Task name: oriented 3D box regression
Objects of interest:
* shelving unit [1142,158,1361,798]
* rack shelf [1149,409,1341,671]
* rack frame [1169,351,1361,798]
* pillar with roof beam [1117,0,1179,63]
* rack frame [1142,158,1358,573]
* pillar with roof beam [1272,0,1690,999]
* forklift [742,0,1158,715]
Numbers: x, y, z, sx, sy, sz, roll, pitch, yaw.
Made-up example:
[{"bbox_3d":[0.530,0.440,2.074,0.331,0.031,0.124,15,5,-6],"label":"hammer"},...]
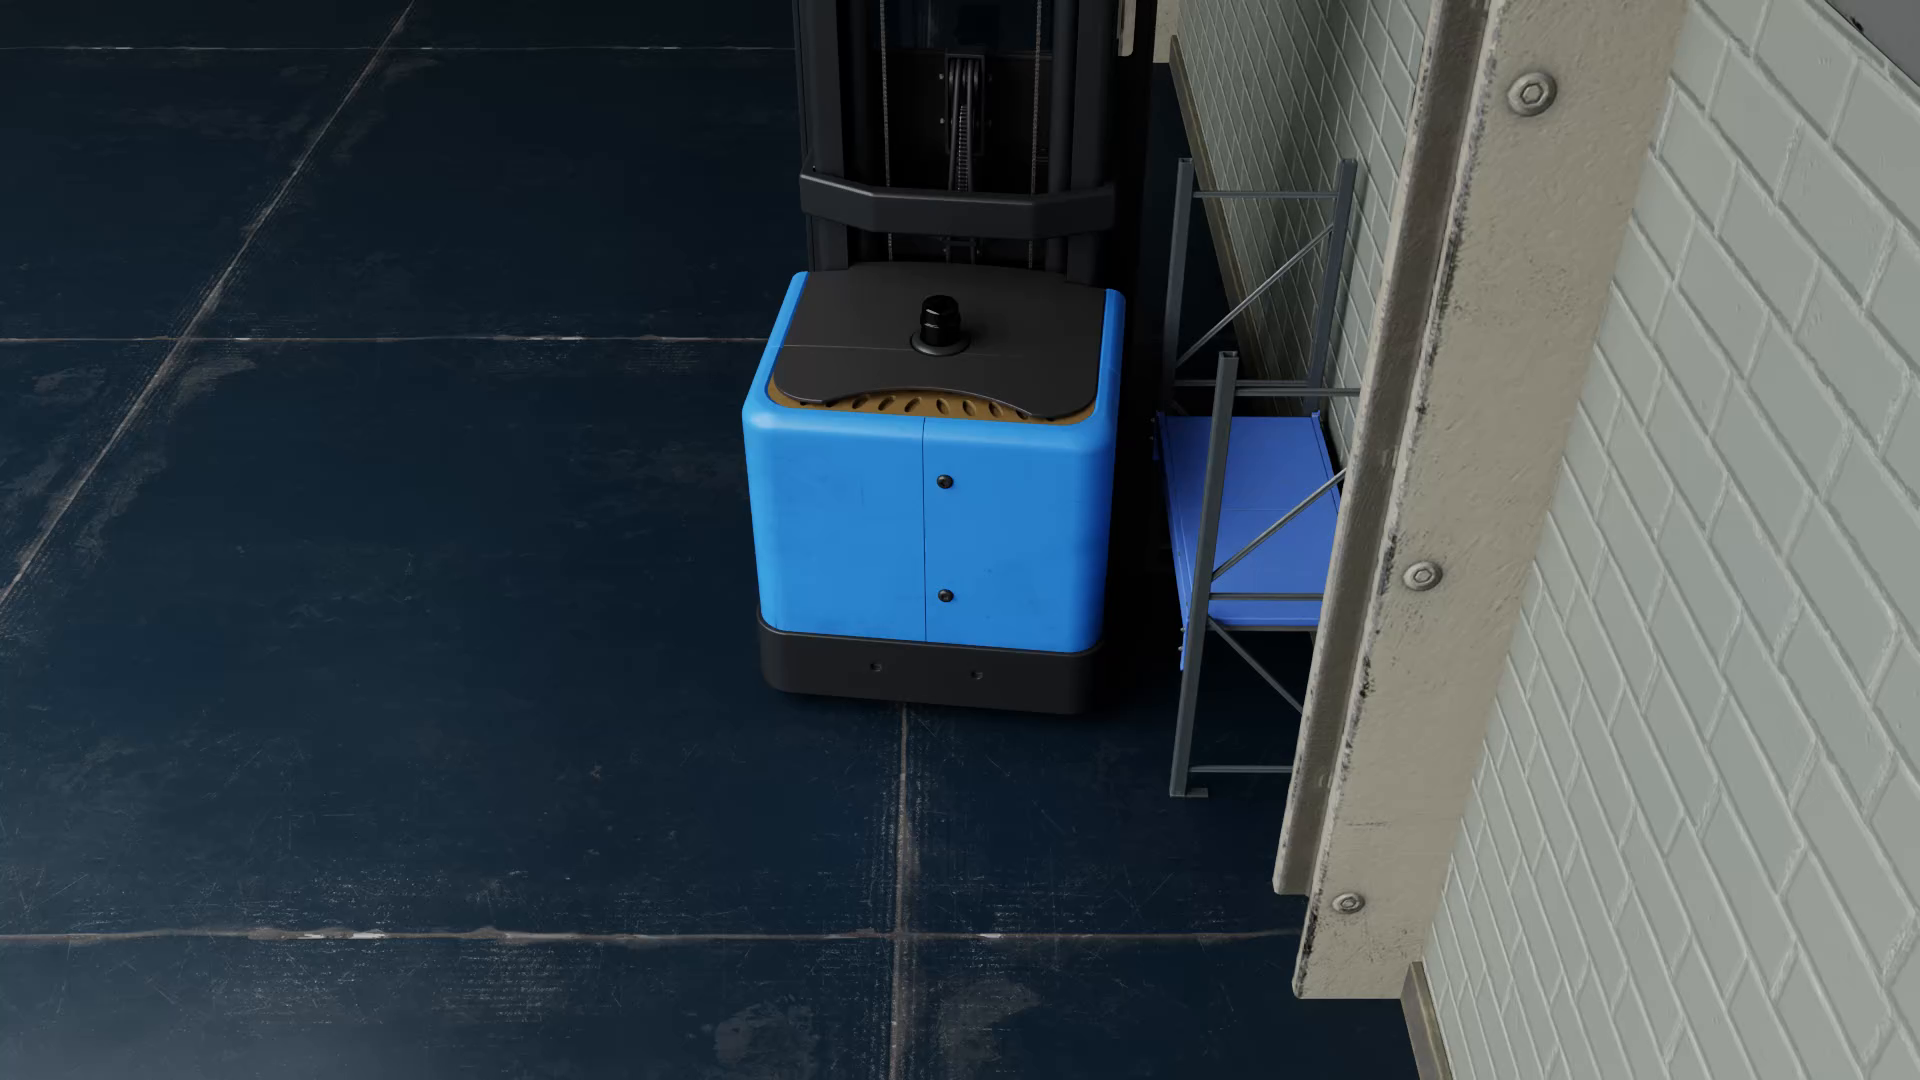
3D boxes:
[{"bbox_3d":[0.864,-0.165,4.757,0.538,1.500,1.048,0,39,0],"label":"shelving unit"},{"bbox_3d":[0.864,-0.025,4.870,0.538,0.185,1.000,0,39,0],"label":"rack shelf"},{"bbox_3d":[0.859,0.152,4.360,0.500,1.500,0.032,0,39,0],"label":"rack frame"},{"bbox_3d":[-3.296,-6.206,6.298,9.100,9.000,0.400,0,39,0],"label":"pillar with roof beam"},{"bbox_3d":[0.868,-0.483,5.154,0.500,1.500,0.032,0,39,0],"label":"rack frame"},{"bbox_3d":[-3.289,-2.454,1.616,9.100,9.000,0.400,0,39,0],"label":"pillar with roof beam"},{"bbox_3d":[0.071,-1.534,5.321,1.130,2.935,3.031,4,39,5],"label":"forklift"}]
